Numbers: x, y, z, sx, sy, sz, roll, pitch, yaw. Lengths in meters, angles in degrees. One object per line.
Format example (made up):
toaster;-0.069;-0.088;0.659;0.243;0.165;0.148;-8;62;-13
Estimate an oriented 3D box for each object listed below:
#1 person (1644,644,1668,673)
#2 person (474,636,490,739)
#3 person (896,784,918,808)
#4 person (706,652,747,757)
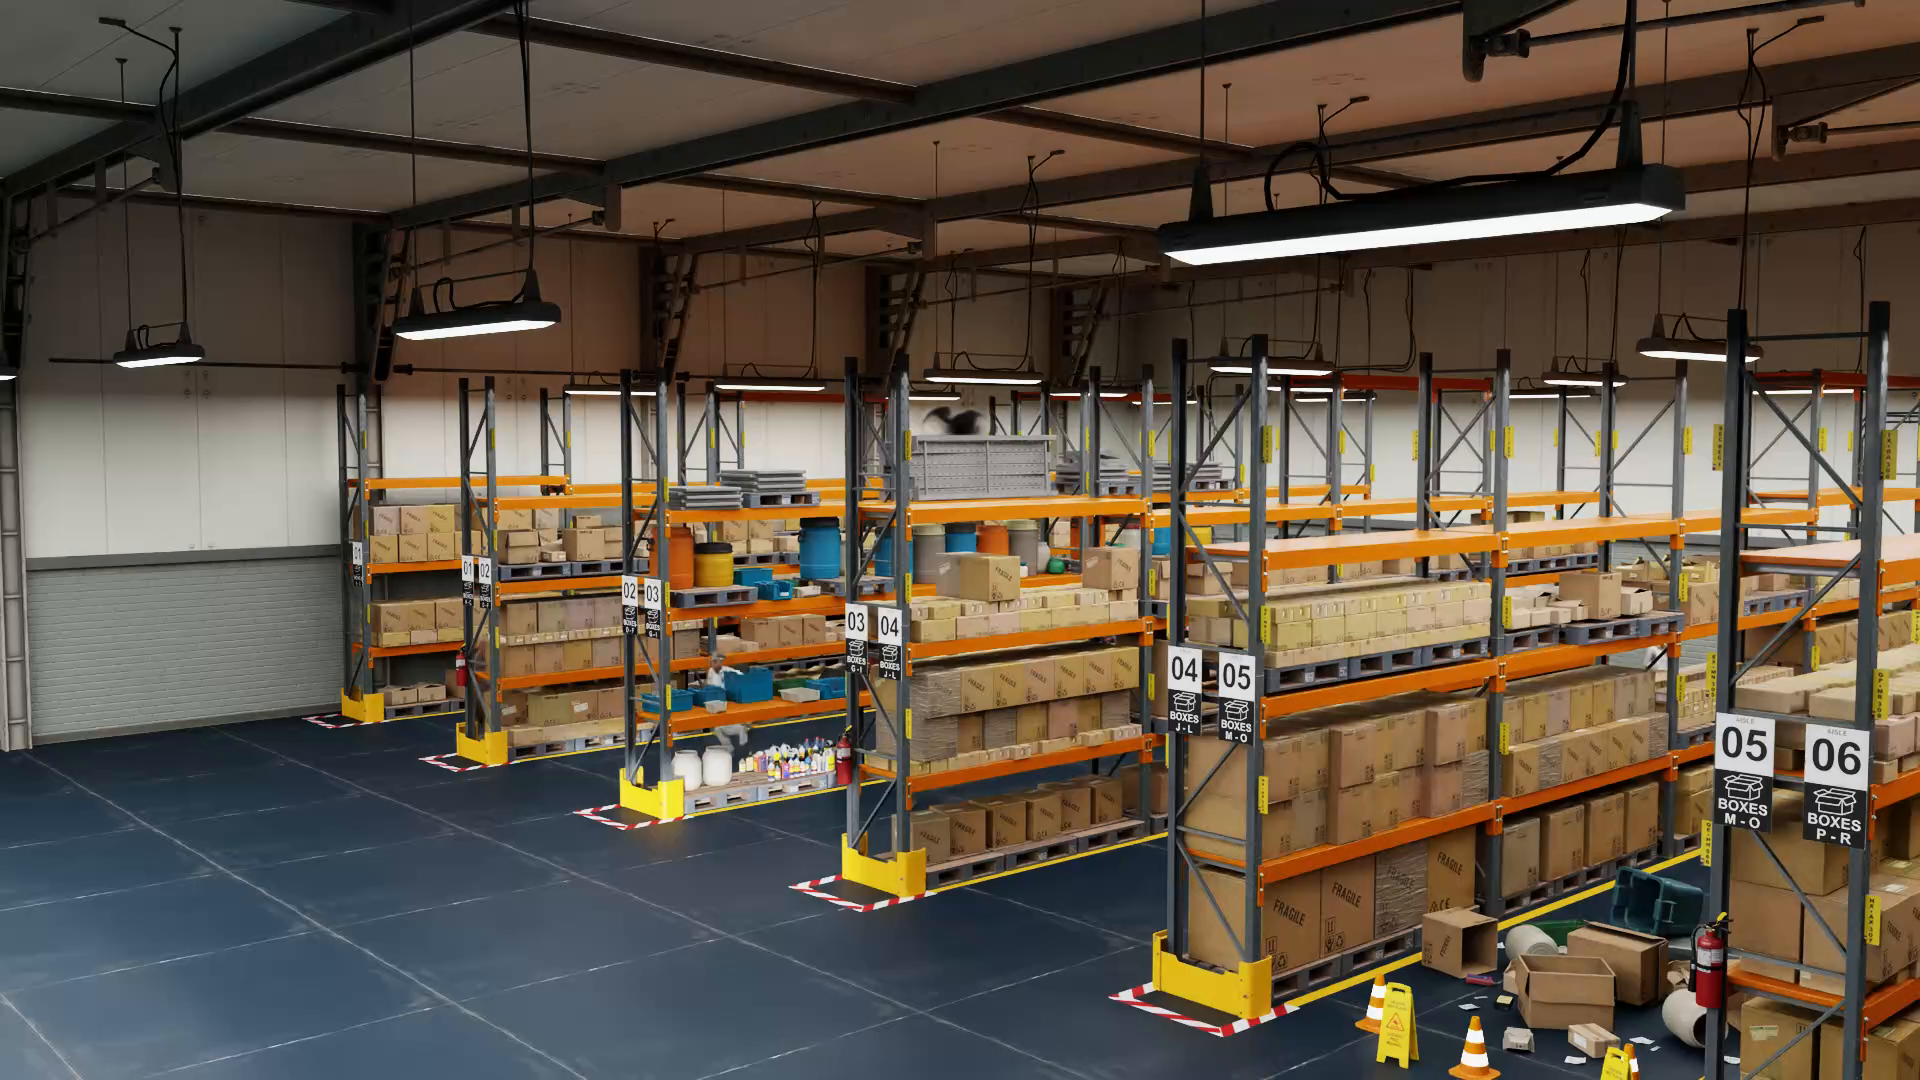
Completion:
person;12.245;2.412;28.972;0.678;1.738;0.704;0;4;-5
person;-8.001;2.474;27.721;0.728;1.759;0.677;3;5;42
person;-0.774;2.872;22.549;0.562;1.608;0.788;1;4;22
person;-3.697;2.594;26.242;0.649;1.714;0.763;2;5;34
